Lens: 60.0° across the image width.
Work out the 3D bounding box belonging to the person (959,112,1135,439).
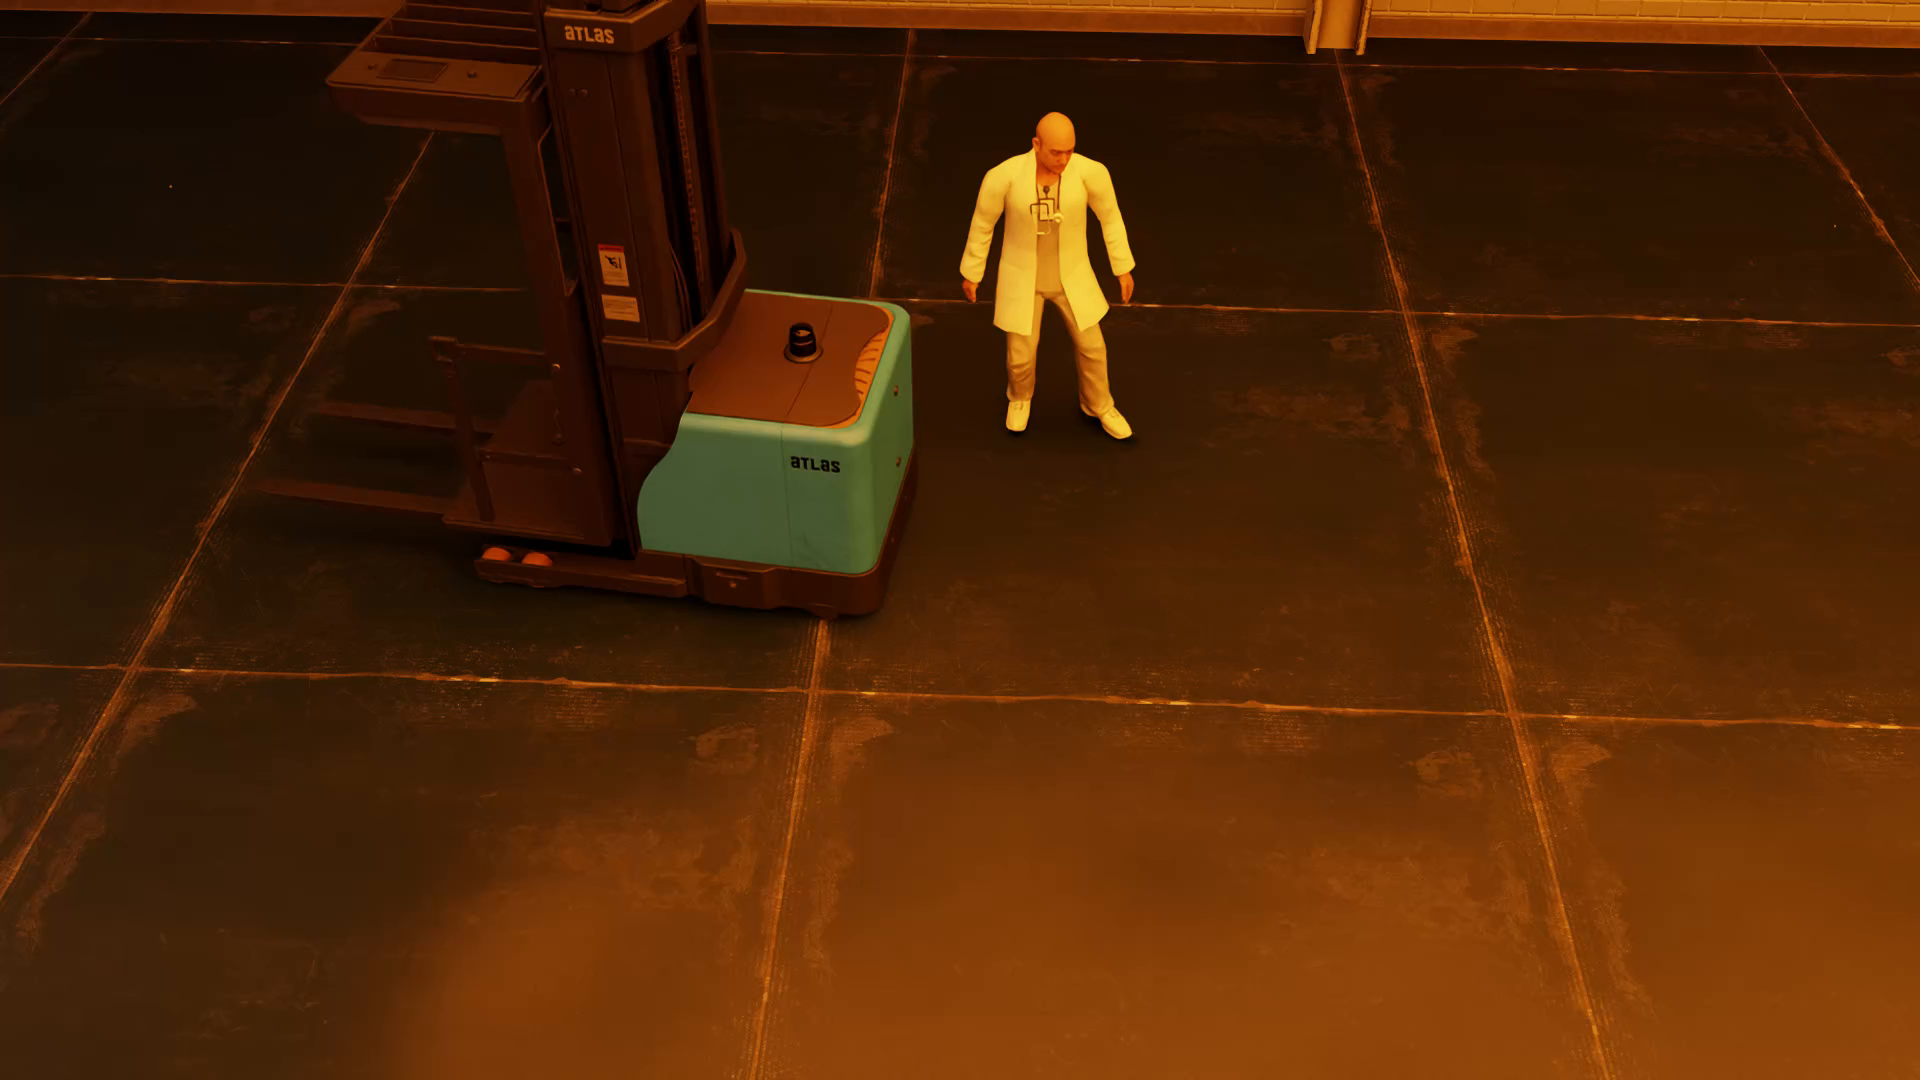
[{"bbox_3d":[0.434,-1.260,7.999,0.864,1.750,0.436,-3,43,-4],"label":"person"}]

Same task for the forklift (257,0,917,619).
[{"bbox_3d":[-1.775,-1.206,7.063,3.031,2.935,1.130,7,43,7],"label":"forklift"}]
